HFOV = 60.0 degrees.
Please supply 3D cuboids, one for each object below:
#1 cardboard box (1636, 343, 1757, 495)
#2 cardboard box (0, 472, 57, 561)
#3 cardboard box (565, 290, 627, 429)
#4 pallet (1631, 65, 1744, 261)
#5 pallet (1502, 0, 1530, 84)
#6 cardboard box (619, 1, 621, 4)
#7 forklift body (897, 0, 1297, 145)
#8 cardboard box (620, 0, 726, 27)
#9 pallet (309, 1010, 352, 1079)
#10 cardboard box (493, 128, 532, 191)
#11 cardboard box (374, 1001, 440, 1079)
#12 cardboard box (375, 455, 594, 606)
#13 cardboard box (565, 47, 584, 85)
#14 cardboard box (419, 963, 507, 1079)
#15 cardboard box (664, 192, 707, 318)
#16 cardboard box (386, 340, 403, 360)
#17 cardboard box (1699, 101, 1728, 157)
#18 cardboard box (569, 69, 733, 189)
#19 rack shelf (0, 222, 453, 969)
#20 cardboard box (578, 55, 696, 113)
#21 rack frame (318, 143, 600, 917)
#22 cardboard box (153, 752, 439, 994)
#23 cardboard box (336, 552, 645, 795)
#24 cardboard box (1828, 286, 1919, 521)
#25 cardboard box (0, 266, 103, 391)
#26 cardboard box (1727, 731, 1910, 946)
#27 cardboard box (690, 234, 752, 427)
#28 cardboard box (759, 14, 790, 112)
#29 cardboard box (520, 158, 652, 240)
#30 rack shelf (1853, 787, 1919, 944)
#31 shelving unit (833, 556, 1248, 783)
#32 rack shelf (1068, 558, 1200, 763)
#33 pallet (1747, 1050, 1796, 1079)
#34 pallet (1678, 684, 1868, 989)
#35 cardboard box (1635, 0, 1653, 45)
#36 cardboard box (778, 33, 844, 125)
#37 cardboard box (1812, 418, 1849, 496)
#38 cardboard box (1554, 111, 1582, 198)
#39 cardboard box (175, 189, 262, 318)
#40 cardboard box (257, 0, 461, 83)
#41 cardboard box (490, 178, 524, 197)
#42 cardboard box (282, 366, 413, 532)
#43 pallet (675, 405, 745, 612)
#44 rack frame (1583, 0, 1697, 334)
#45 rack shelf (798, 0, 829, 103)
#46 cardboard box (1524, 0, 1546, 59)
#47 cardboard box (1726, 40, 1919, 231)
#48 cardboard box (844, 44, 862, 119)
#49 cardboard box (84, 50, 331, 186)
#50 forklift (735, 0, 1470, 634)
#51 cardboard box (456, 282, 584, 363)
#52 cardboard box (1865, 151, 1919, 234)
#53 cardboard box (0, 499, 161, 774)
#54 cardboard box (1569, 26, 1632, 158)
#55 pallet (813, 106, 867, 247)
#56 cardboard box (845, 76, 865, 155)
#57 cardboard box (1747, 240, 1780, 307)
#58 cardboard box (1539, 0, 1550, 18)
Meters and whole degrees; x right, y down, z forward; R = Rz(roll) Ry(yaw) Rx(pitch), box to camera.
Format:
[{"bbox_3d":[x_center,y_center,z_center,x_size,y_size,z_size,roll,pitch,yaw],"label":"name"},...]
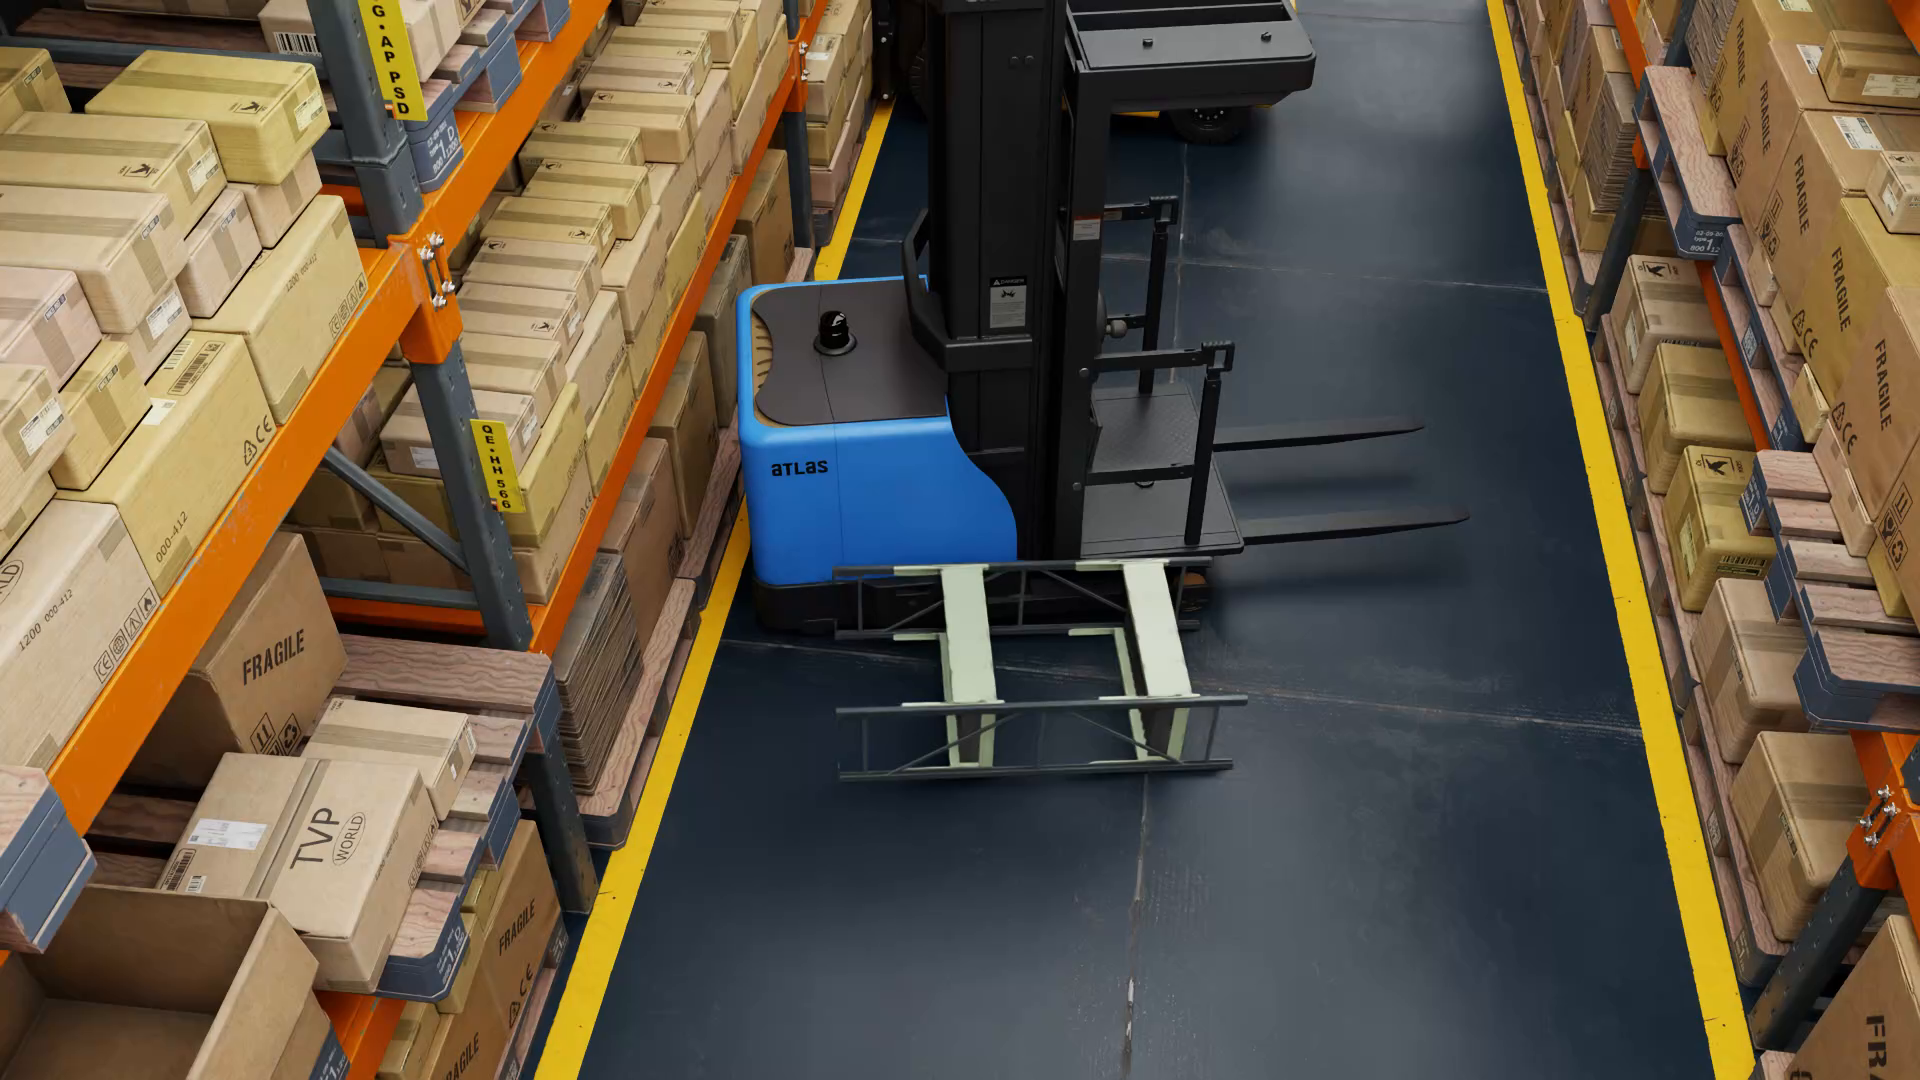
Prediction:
[{"bbox_3d":[3.496,-0.476,7.199,0.950,0.372,0.625,8,44,8],"label":"cardboard box"},{"bbox_3d":[-1.789,-0.074,2.806,0.380,0.149,0.250,6,44,6],"label":"cardboard box"},{"bbox_3d":[-1.427,-0.597,5.466,0.500,0.250,0.500,7,44,7],"label":"cardboard box"},{"bbox_3d":[3.409,-1.548,6.865,1.003,0.211,1.213,5,44,6],"label":"pallet"},{"bbox_3d":[4.031,-3.237,10.537,1.003,0.211,1.213,5,44,6],"label":"pallet"},{"bbox_3d":[-1.587,-2.379,7.348,0.500,0.250,0.500,5,44,5],"label":"cardboard box"},{"bbox_3d":[0.820,-3.534,9.440,2.313,2.155,1.214,5,44,6],"label":"forklift body"},{"bbox_3d":[-1.192,-2.254,6.926,0.380,0.149,0.250,5,44,5],"label":"cardboard box"},{"bbox_3d":[-2.047,1.547,3.596,1.003,0.211,1.213,5,44,6],"label":"pallet"},{"bbox_3d":[-1.769,-1.408,6.033,0.380,0.149,0.250,6,44,7],"label":"cardboard box"},{"bbox_3d":[-1.693,1.395,4.658,0.380,0.149,0.250,4,44,4],"label":"cardboard box"},{"bbox_3d":[-1.494,-0.074,5.278,0.500,0.250,0.500,5,44,6],"label":"cardboard box"},{"bbox_3d":[-1.718,-1.935,6.589,0.380,0.149,0.250,5,44,5],"label":"cardboard box"},{"bbox_3d":[-1.714,1.555,4.961,0.500,0.500,0.500,5,44,5],"label":"cardboard box"},{"bbox_3d":[-1.291,-1.121,6.384,0.500,0.250,0.500,7,44,7],"label":"cardboard box"},{"bbox_3d":[-1.934,-0.720,5.306,0.380,0.149,0.250,5,44,5],"label":"cardboard box"},{"bbox_3d":[3.227,-1.670,6.731,0.380,0.149,0.250,6,44,6],"label":"cardboard box"},{"bbox_3d":[-1.212,-1.644,6.573,0.500,0.250,0.500,6,44,6],"label":"cardboard box"},{"bbox_3d":[-2.059,0.687,2.707,1.077,0.370,4.000,5,44,6],"label":"rack shelf"},{"bbox_3d":[-1.231,-1.720,6.362,0.380,0.149,0.250,6,44,6],"label":"cardboard box"},{"bbox_3d":[-1.795,0.152,4.930,1.000,3.000,0.127,5,44,6],"label":"rack frame"},{"bbox_3d":[-1.613,0.802,4.047,0.500,0.250,0.500,3,44,4],"label":"cardboard box"},{"bbox_3d":[-1.699,0.438,6.050,0.875,0.625,0.625,7,44,7],"label":"cardboard box"},{"bbox_3d":[2.968,-0.385,4.902,0.500,0.500,0.500,5,44,5],"label":"cardboard box"},{"bbox_3d":[-1.747,-0.350,2.881,0.380,0.149,0.250,5,44,5],"label":"cardboard box"},{"bbox_3d":[3.210,1.018,5.621,0.950,0.372,0.625,3,43,3],"label":"cardboard box"},{"bbox_3d":[-1.434,-0.980,7.547,0.875,0.625,0.625,5,44,5],"label":"cardboard box"},{"bbox_3d":[-1.073,-2.153,7.473,0.500,0.250,0.500,6,44,6],"label":"cardboard box"},{"bbox_3d":[-1.301,-1.191,5.804,0.380,0.149,0.250,6,44,6],"label":"cardboard box"},{"bbox_3d":[2.861,2.225,3.264,1.077,0.370,4.000,5,44,6],"label":"rack shelf"},{"bbox_3d":[0.270,0.486,6.417,1.500,0.431,0.755,-1,43,-4],"label":"shelving unit"},{"bbox_3d":[0.659,0.476,6.445,0.370,0.431,0.720,-1,43,-4],"label":"rack shelf"},{"bbox_3d":[2.947,2.143,4.855,1.003,0.211,1.213,5,44,6],"label":"pallet"},{"bbox_3d":[3.231,1.081,5.977,1.003,0.211,1.213,5,44,6],"label":"pallet"},{"bbox_3d":[3.421,-2.452,7.863,0.380,0.149,0.250,6,44,6],"label":"cardboard box"},{"bbox_3d":[-0.891,-2.393,8.585,0.500,0.250,0.500,5,44,5],"label":"cardboard box"},{"bbox_3d":[2.930,-0.242,5.223,0.380,0.149,0.250,3,44,4],"label":"cardboard box"},{"bbox_3d":[3.527,-2.071,8.972,0.500,0.250,0.500,4,44,4],"label":"cardboard box"},{"bbox_3d":[-1.657,-0.589,3.350,0.380,0.149,0.250,4,44,5],"label":"cardboard box"},{"bbox_3d":[-1.448,-1.251,4.022,0.380,0.166,0.250,5,44,5],"label":"cardboard box"},{"bbox_3d":[-1.802,-1.339,6.250,0.500,0.250,0.500,4,44,5],"label":"cardboard box"},{"bbox_3d":[-2.011,-0.307,5.160,0.500,0.250,0.500,6,44,6],"label":"cardboard box"},{"bbox_3d":[-1.484,-0.222,7.353,1.003,0.211,1.213,5,44,6],"label":"pallet"},{"bbox_3d":[3.655,-2.126,7.335,1.000,3.000,0.127,5,44,6],"label":"rack frame"},{"bbox_3d":[-1.002,-3.676,9.496,1.077,0.370,4.000,5,44,6],"label":"rack shelf"},{"bbox_3d":[3.728,-3.134,10.095,0.500,0.250,0.500,7,44,7],"label":"cardboard box"},{"bbox_3d":[3.164,-1.452,6.029,0.500,0.500,0.500,5,44,5],"label":"cardboard box"},{"bbox_3d":[-0.831,-2.555,9.120,0.500,0.250,0.500,5,44,5],"label":"cardboard box"},{"bbox_3d":[-1.547,-0.875,3.435,0.380,0.149,0.250,7,44,7],"label":"cardboard box"},{"bbox_3d":[0.622,-1.111,6.314,3.031,2.935,1.130,-4,44,-5],"label":"forklift"},{"bbox_3d":[-1.418,-0.670,5.254,0.380,0.149,0.250,6,44,7],"label":"cardboard box"},{"bbox_3d":[3.062,-1.073,5.157,0.380,0.149,0.250,3,44,4],"label":"cardboard box"},{"bbox_3d":[-1.754,0.173,2.836,0.500,0.250,0.500,5,44,6],"label":"cardboard box"},{"bbox_3d":[3.532,-2.326,8.696,0.500,0.500,0.500,6,44,6],"label":"cardboard box"},{"bbox_3d":[-1.119,-2.100,9.336,1.003,0.211,1.213,5,44,6],"label":"pallet"},{"bbox_3d":[-0.822,-2.375,9.294,0.500,0.250,0.500,4,44,5],"label":"cardboard box"},{"bbox_3d":[3.068,-0.953,5.975,0.380,0.149,0.250,7,44,7],"label":"cardboard box"},{"bbox_3d":[3.735,-3.380,9.810,0.500,0.500,0.500,4,44,4],"label":"cardboard box"}]
